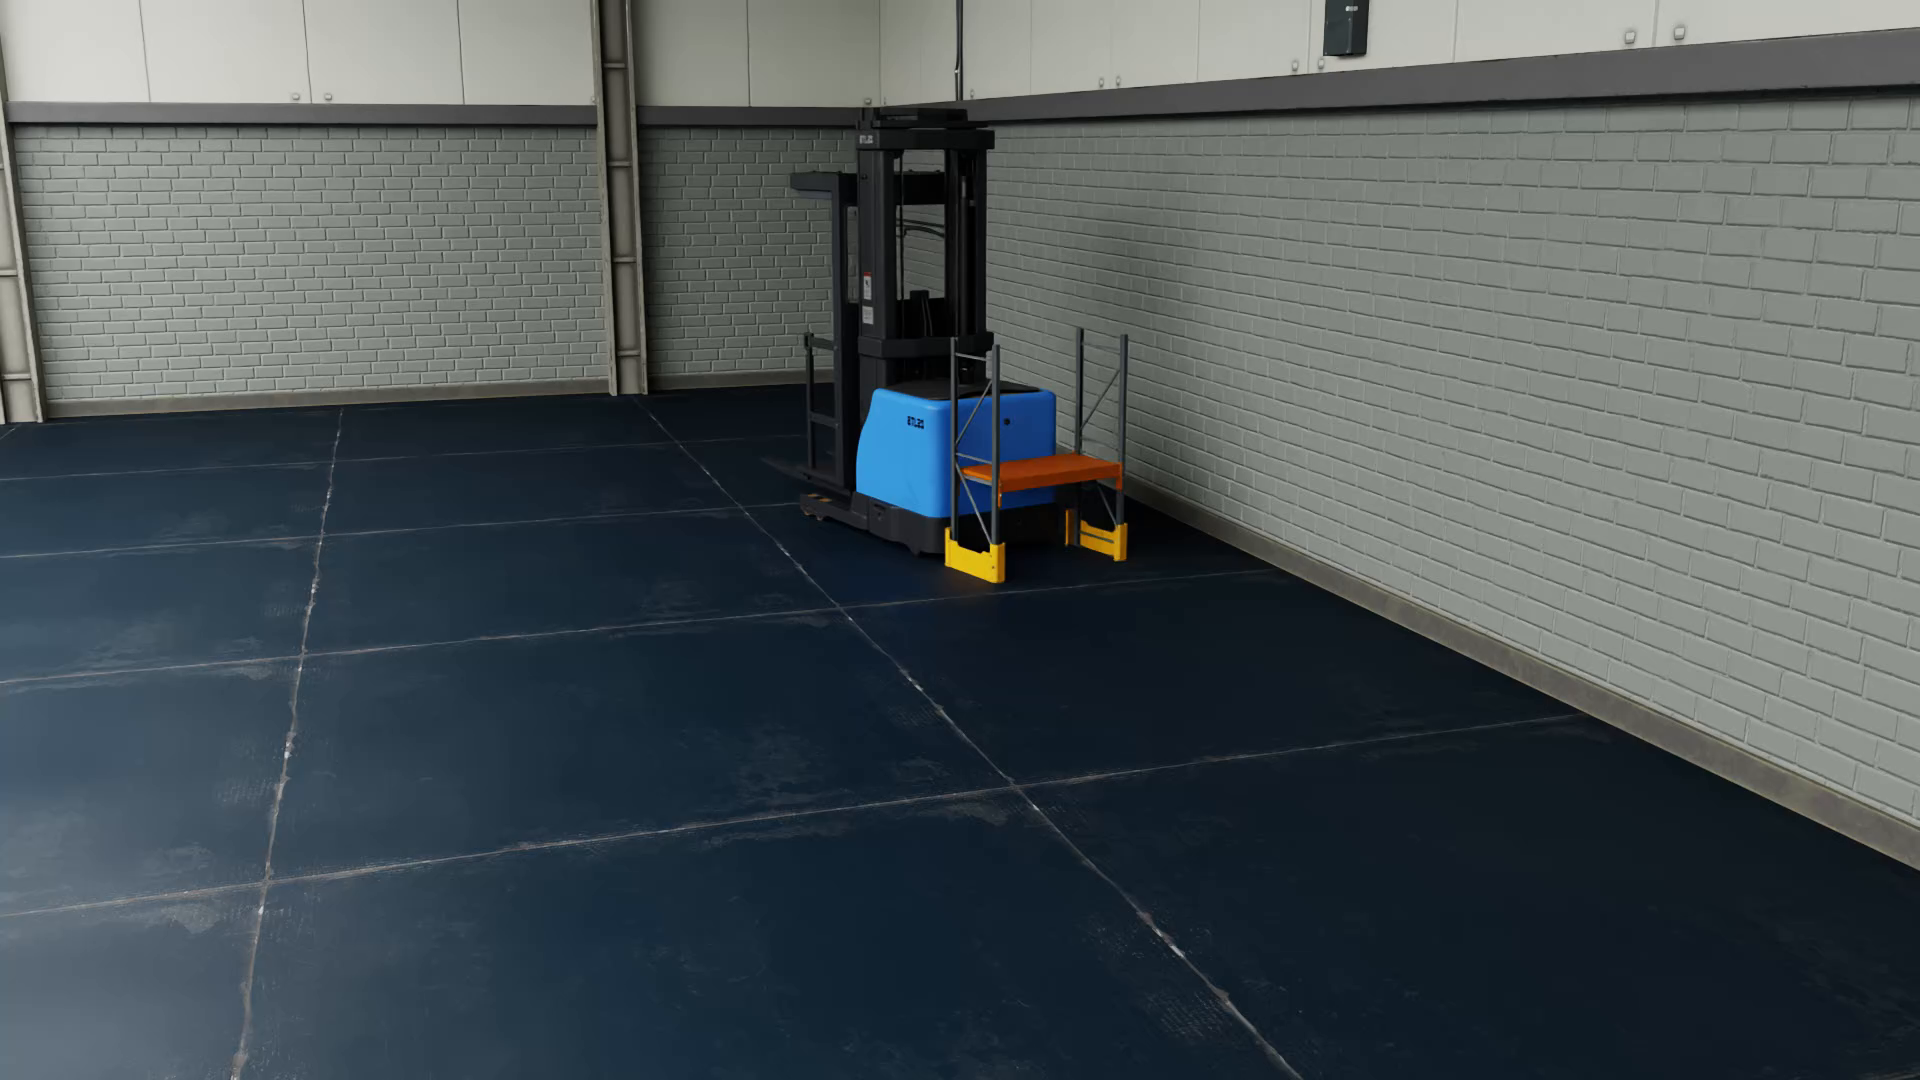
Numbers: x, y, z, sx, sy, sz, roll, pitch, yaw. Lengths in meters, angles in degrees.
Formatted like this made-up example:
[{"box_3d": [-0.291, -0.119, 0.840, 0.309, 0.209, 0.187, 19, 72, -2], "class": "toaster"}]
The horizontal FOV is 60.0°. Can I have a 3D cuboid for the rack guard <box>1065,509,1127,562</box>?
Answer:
[{"box_3d": [0.918, -0.036, 11.254, 0.087, 0.250, 0.587, -9, 16, -33], "class": "rack guard"}]

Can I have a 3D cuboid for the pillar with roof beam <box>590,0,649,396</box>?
[{"box_3d": [-2.320, -5.072, 13.518, 0.400, 9.000, 9.100, -4, 14, -18], "class": "pillar with roof beam"}]

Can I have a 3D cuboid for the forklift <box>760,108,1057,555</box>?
[{"box_3d": [-0.538, -1.617, 12.106, 1.130, 2.935, 3.031, -8, 16, -31], "class": "forklift"}]

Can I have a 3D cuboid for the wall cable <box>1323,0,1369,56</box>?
[{"box_3d": [2.534, -5.514, 8.031, 0.169, 6.003, 2.305, -4, 14, -18], "class": "wall cable"}]

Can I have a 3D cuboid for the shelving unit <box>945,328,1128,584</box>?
[{"box_3d": [0.506, -0.579, 10.837, 1.083, 1.500, 0.587, -9, 16, -33], "class": "shelving unit"}]

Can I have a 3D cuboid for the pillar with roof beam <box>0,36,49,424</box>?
[{"box_3d": [-8.006, -4.629, 11.657, 0.400, 9.000, 9.100, -4, 14, -18], "class": "pillar with roof beam"}]

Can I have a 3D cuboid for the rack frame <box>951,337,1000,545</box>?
[{"box_3d": [0.093, -0.514, 10.564, 0.032, 1.500, 0.500, -9, 16, -33], "class": "rack frame"}]

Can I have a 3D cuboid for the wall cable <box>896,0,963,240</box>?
[{"box_3d": [-0.479, -4.433, 17.542, 0.112, 2.526, 3.097, -4, 14, -18], "class": "wall cable"}]

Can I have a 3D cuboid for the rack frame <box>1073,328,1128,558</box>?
[{"box_3d": [0.934, -0.646, 11.120, 0.032, 1.500, 0.500, -9, 16, -33], "class": "rack frame"}]

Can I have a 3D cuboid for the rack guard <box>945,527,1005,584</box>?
[{"box_3d": [0.094, 0.094, 10.709, 0.087, 0.250, 0.587, -9, 16, -33], "class": "rack guard"}]

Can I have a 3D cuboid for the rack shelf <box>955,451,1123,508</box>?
[{"box_3d": [0.514, -0.405, 10.883, 1.000, 0.185, 0.538, -9, 16, -33], "class": "rack shelf"}]
